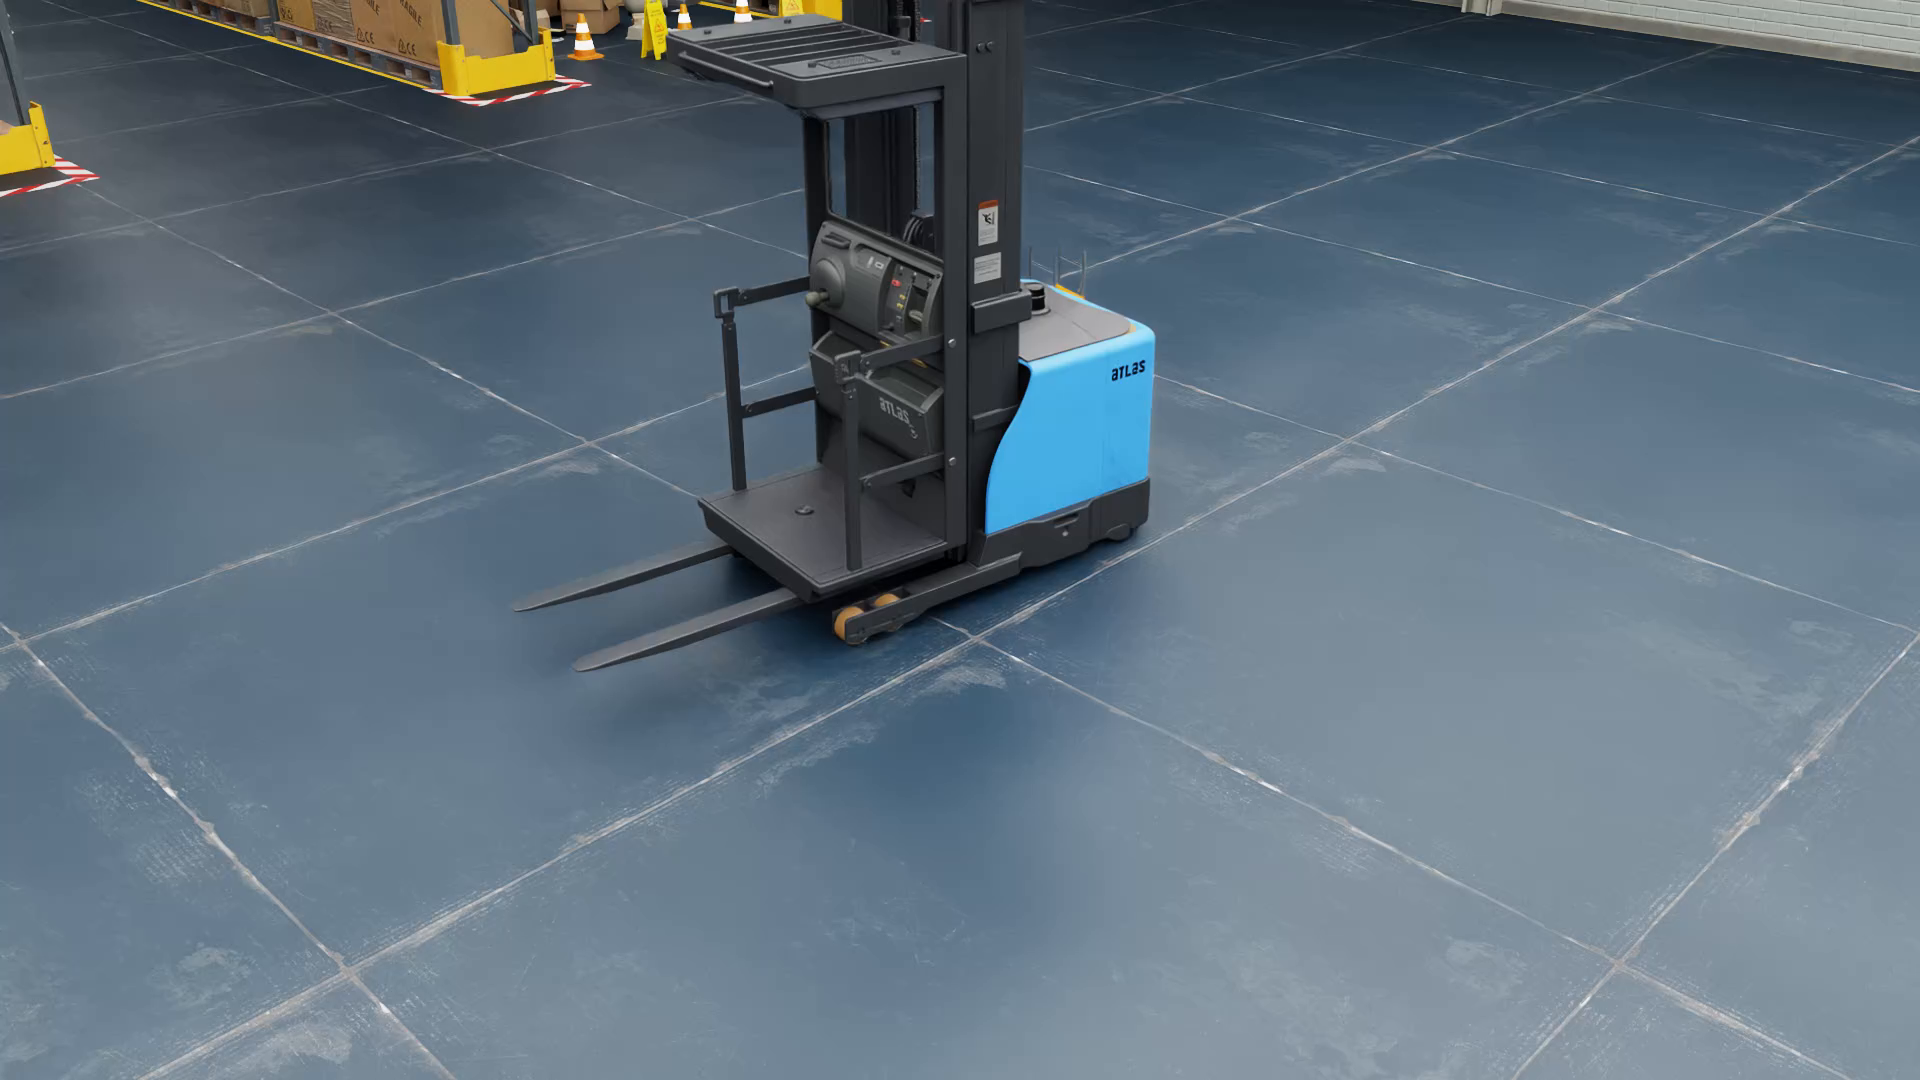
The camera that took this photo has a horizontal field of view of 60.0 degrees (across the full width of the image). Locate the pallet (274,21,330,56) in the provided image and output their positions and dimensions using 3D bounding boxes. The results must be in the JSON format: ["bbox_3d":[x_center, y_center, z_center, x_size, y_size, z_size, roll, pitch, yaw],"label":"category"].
[{"bbox_3d":[-7.131,-5.836,19.121,1.213,0.211,1.003,25,36,38],"label":"pallet"}]

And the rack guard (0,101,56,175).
[{"bbox_3d":[-8.369,-3.344,14.073,0.348,0.500,1.175,25,36,38],"label":"rack guard"}]

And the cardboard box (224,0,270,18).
[{"bbox_3d":[-8.124,-6.707,19.748,0.750,0.750,1.050,24,36,38],"label":"cardboard box"}]

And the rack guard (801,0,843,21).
[{"bbox_3d":[-1.422,-6.633,20.327,0.348,0.500,1.175,25,36,38],"label":"rack guard"}]

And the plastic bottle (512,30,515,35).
[{"bbox_3d":[-5.336,-5.928,19.458,0.133,0.061,0.283,12,30,22],"label":"plastic bottle"}]

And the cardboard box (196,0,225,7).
[{"bbox_3d":[-8.809,-7.023,20.349,0.750,0.750,1.050,25,36,38],"label":"cardboard box"}]

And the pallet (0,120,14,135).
[{"bbox_3d":[-8.924,-3.493,14.666,1.213,0.211,1.003,25,36,38],"label":"pallet"}]

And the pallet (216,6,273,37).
[{"bbox_3d":[-8.221,-6.336,20.074,1.213,0.211,1.003,25,36,38],"label":"pallet"}]

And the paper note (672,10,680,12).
[{"bbox_3d":[-3.525,-6.647,20.859,0.148,0.019,0.142,12,30,22],"label":"paper note"}]

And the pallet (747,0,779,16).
[{"bbox_3d":[-1.976,-6.782,20.921,1.213,0.211,1.003,25,36,38],"label":"pallet"}]

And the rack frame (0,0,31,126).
[{"bbox_3d":[-8.315,-4.426,13.444,0.127,3.000,1.000,25,36,38],"label":"rack frame"}]

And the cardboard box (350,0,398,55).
[{"bbox_3d":[-5.925,-5.770,17.832,0.875,0.875,0.875,24,36,38],"label":"cardboard box"}]

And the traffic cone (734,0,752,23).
[{"bbox_3d":[-2.578,-6.304,19.741,0.334,0.463,0.336,25,36,38],"label":"traffic cone"}]

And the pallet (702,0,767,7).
[{"bbox_3d":[-2.842,-7.180,21.678,1.213,0.211,1.003,25,36,38],"label":"pallet"}]

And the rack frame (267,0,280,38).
[{"bbox_3d":[-7.618,-7.344,18.994,0.127,3.000,1.000,25,36,38],"label":"rack frame"}]

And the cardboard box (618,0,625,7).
[{"bbox_3d":[-4.410,-7.113,21.238,0.500,0.500,0.500,-3,28,-5],"label":"cardboard box"}]

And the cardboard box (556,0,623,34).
[{"bbox_3d":[-4.395,-6.342,19.771,0.637,0.503,0.797,2,28,4],"label":"cardboard box"}]

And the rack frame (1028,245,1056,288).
[{"bbox_3d":[0.419,-0.938,8.744,0.006,1.200,0.240,-16,32,-28],"label":"rack frame"}]

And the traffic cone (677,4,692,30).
[{"bbox_3d":[-3.114,-5.825,18.830,0.334,0.463,0.336,25,36,38],"label":"traffic cone"}]

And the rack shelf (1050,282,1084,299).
[{"bbox_3d":[0.497,-1.240,8.640,0.180,0.103,0.258,-16,32,-28],"label":"rack shelf"}]

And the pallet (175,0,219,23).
[{"bbox_3d":[-9.095,-6.735,20.831,1.213,0.211,1.003,25,36,38],"label":"pallet"}]

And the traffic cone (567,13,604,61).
[{"bbox_3d":[-4.149,-5.560,18.328,0.334,0.463,0.336,25,36,38],"label":"traffic cone"}]

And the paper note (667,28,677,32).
[{"bbox_3d":[-3.437,-6.048,19.720,0.142,0.019,0.148,12,30,22],"label":"paper note"}]

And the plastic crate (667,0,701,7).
[{"bbox_3d":[-3.675,-6.943,21.368,0.583,0.080,0.402,12,30,22],"label":"plastic crate"}]

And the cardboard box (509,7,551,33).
[{"bbox_3d":[-5.101,-6.184,19.726,0.396,0.266,0.258,-18,33,-31],"label":"cardboard box"}]

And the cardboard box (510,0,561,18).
[{"bbox_3d":[-5.067,-6.705,20.315,0.503,0.637,0.797,25,36,38],"label":"cardboard box"}]

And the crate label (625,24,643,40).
[{"bbox_3d":[-3.718,-5.916,19.354,0.298,0.136,0.250,7,29,13],"label":"crate label"}]

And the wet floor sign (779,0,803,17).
[{"bbox_3d":[-1.982,-6.255,19.453,0.267,0.644,0.232,-13,30,-22],"label":"wet floor sign"}]

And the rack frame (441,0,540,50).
[{"bbox_3d":[-4.766,-6.039,16.511,0.127,3.000,1.000,25,36,38],"label":"rack frame"}]

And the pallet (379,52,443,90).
[{"bbox_3d":[-5.391,-5.039,17.607,1.213,0.211,1.003,25,36,38],"label":"pallet"}]

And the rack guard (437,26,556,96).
[{"bbox_3d":[-4.749,-4.925,17.078,0.348,0.500,1.175,25,36,38],"label":"rack guard"}]

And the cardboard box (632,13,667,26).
[{"bbox_3d":[-3.718,-6.210,19.900,0.380,0.149,0.250,-7,29,-14],"label":"cardboard box"}]

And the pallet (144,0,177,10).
[{"bbox_3d":[-9.961,-7.133,21.588,1.213,0.211,1.003,25,36,38],"label":"pallet"}]

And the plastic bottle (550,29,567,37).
[{"bbox_3d":[-4.769,-5.954,19.508,0.283,0.061,0.133,12,30,22],"label":"plastic bottle"}]

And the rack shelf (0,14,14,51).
[{"bbox_3d":[-9.741,-4.760,14.852,4.000,0.370,1.077,25,36,38],"label":"rack shelf"}]

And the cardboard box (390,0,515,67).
[{"bbox_3d":[-5.296,-5.484,17.287,0.875,0.875,0.875,25,37,39],"label":"cardboard box"}]

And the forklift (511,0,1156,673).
[{"bbox_3d":[-0.544,-1.111,7.214,3.031,2.935,1.130,-19,33,-32],"label":"forklift"}]

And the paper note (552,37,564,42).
[{"bbox_3d":[-4.664,-5.785,19.222,0.144,0.017,0.142,-13,30,-22],"label":"paper note"}]

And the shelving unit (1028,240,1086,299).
[{"bbox_3d":[0.497,-0.960,8.787,0.189,1.200,0.258,-16,32,-28],"label":"shelving unit"}]

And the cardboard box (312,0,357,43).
[{"bbox_3d":[-6.573,-6.068,18.399,0.875,0.875,0.875,25,37,39],"label":"cardboard box"}]

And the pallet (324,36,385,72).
[{"bbox_3d":[-6.256,-5.437,18.364,1.213,0.211,1.003,25,36,38],"label":"pallet"}]

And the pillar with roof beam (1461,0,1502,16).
[{"bbox_3d":[3.506,-9.158,15.998,0.400,9.000,9.100,25,36,38],"label":"pillar with roof beam"}]

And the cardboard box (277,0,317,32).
[{"bbox_3d":[-7.219,-6.361,18.956,0.875,0.875,0.875,-25,36,-38],"label":"cardboard box"}]

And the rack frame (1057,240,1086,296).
[{"bbox_3d":[0.574,-0.983,8.830,0.006,1.200,0.240,-16,32,-28],"label":"rack frame"}]

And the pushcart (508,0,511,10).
[{"bbox_3d":[-5.783,-7.086,21.321,0.936,0.377,1.648,12,30,22],"label":"pushcart"}]

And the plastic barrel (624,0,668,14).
[{"bbox_3d":[-3.902,-6.746,20.624,0.512,0.421,0.421,-3,28,-5],"label":"plastic barrel"}]

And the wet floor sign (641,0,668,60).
[{"bbox_3d":[-3.357,-5.644,18.291,0.232,0.644,0.267,18,33,30],"label":"wet floor sign"}]
